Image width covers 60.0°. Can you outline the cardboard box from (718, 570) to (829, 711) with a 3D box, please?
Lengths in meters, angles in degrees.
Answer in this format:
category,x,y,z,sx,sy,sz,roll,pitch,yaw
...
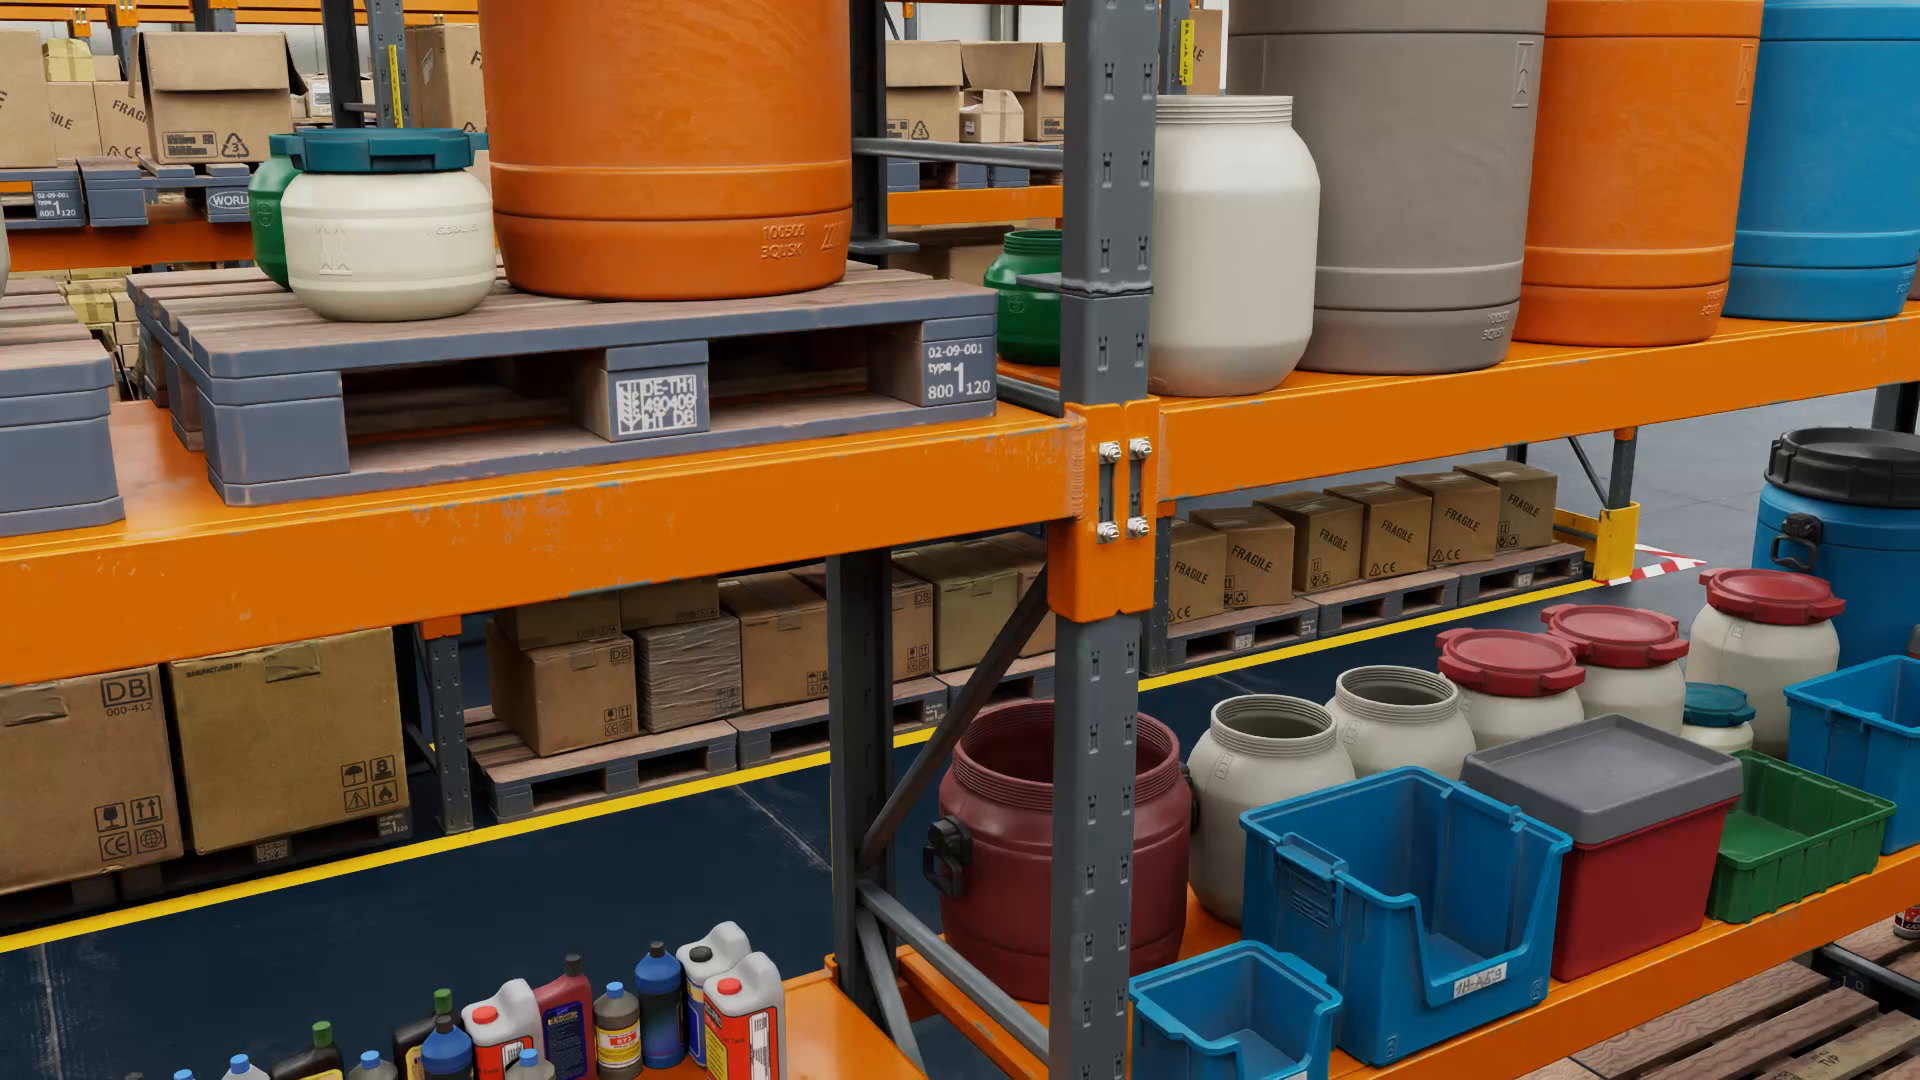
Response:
category,x,y,z,sx,sy,sz,roll,pitch,yaw
cardboard box,-1.028,0.519,8.818,0.500,0.500,0.700,-8,17,-25

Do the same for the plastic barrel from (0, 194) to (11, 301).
category,x,y,z,sx,sy,sz,roll,pitch,yaw
plastic barrel,-1.434,-0.499,2.047,0.433,0.535,0.433,0,16,0

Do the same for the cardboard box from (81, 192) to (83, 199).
category,x,y,z,sx,sy,sz,roll,pitch,yaw
cardboard box,-7.955,-2.905,15.177,0.500,0.500,0.500,-10,18,-31

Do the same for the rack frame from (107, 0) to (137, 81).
category,x,y,z,sx,sy,sz,roll,pitch,yaw
rack frame,-7.647,-5.396,14.988,0.127,3.000,1.000,-9,18,-30

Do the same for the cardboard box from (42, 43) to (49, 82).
category,x,y,z,sx,sy,sz,roll,pitch,yaw
cardboard box,-5.942,-3.173,11.012,0.258,0.266,0.396,-9,18,-30

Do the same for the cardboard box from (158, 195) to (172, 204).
category,x,y,z,sx,sy,sz,roll,pitch,yaw
cardboard box,-9.553,-4.029,19.840,0.250,0.149,0.380,-9,18,-29

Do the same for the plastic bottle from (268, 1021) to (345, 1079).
category,x,y,z,sx,sy,sz,roll,pitch,yaw
plastic bottle,-1.262,1.077,3.226,0.133,0.283,0.061,-9,18,-30

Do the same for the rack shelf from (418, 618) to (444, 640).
category,x,y,z,sx,sy,sz,roll,pitch,yaw
rack shelf,-4.257,0.410,6.724,4.000,0.370,1.077,-9,18,-30

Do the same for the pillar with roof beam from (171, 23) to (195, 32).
category,x,y,z,sx,sy,sz,roll,pitch,yaw
pillar with roof beam,-7.336,-5.938,16.920,0.400,9.000,9.100,-9,18,-30

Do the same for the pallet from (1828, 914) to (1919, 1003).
category,x,y,z,sx,sy,sz,roll,pitch,yaw
pallet,4.034,1.634,6.189,1.213,0.211,1.003,-9,18,-30

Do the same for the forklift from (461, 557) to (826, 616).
category,x,y,z,sx,sy,sz,roll,pitch,yaw
forklift,-2.098,-1.036,10.677,3.031,2.935,1.130,-10,19,-32

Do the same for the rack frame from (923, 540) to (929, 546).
category,x,y,z,sx,sy,sz,roll,pitch,yaw
rack frame,-0.363,-0.663,11.998,0.032,1.500,0.500,-9,18,-30

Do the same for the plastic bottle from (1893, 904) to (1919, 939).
category,x,y,z,sx,sy,sz,roll,pitch,yaw
plastic bottle,3.587,1.388,6.269,0.097,0.201,0.097,0,16,0

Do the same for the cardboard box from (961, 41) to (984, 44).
category,x,y,z,sx,sy,sz,roll,pitch,yaw
cardboard box,-0.005,-4.039,13.729,0.250,0.149,0.380,-9,18,-30

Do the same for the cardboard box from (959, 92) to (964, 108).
category,x,y,z,sx,sy,sz,roll,pitch,yaw
cardboard box,-0.004,-3.655,13.838,0.250,0.149,0.380,-9,18,-30

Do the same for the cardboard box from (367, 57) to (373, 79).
category,x,y,z,sx,sy,sz,roll,pitch,yaw
cardboard box,-5.512,-4.622,16.356,0.500,0.250,0.500,-9,18,-29

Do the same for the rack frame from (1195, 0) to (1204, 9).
category,x,y,z,sx,sy,sz,roll,pitch,yaw
rack frame,1.847,-5.377,14.920,0.127,3.000,1.000,-9,18,-30

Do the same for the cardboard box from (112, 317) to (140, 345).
category,x,y,z,sx,sy,sz,roll,pitch,yaw
cardboard box,-5.428,-1.389,10.945,0.250,0.149,0.380,-8,18,-28

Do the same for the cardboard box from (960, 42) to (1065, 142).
category,x,y,z,sx,sy,sz,roll,pitch,yaw
cardboard box,0.432,-2.425,8.975,0.637,0.503,0.797,-10,19,-32

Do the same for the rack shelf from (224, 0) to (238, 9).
category,x,y,z,sx,sy,sz,roll,pitch,yaw
rack shelf,-3.296,-4.004,12.095,4.000,0.370,1.077,-9,18,-30

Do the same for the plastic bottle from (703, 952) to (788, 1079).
category,x,y,z,sx,sy,sz,roll,pitch,yaw
plastic bottle,-0.451,1.012,3.474,0.135,0.276,0.152,-9,18,-30

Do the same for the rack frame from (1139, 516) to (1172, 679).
category,x,y,z,sx,sy,sz,roll,pitch,yaw
rack frame,0.886,-0.771,9.602,0.127,3.000,1.000,-9,18,-30

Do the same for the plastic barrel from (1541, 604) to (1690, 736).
category,x,y,z,sx,sy,sz,roll,pitch,yaw
plastic barrel,1.875,0.494,4.838,0.433,0.535,0.433,0,16,0

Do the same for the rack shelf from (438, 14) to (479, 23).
category,x,y,z,sx,sy,sz,roll,pitch,yaw
rack shelf,-5.063,-6.839,22.210,4.000,0.370,1.077,-9,18,-30

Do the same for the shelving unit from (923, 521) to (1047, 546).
category,x,y,z,sx,sy,sz,roll,pitch,yaw
shelving unit,0.073,-0.734,12.250,1.048,1.500,0.538,-9,18,-30

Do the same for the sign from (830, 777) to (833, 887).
category,x,y,z,sx,sy,sz,roll,pitch,yaw
sign,-0.282,0.726,3.959,0.005,0.325,0.100,-9,18,-30

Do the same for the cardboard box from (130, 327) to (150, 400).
category,x,y,z,sx,sy,sz,roll,pitch,yaw
cardboard box,-3.178,-0.648,7.120,0.637,0.503,0.797,-9,18,-28

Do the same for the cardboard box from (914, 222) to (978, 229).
category,x,y,z,sx,sy,sz,roll,pitch,yaw
cardboard box,-0.303,-2.714,14.257,0.550,0.550,0.875,-9,18,-30

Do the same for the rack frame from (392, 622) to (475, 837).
category,x,y,z,sx,sy,sz,roll,pitch,yaw
rack frame,-2.543,-0.215,7.618,0.127,3.000,1.000,-9,18,-30

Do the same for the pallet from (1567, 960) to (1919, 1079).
category,x,y,z,sx,sy,sz,roll,pitch,yaw
pallet,2.783,1.836,5.469,1.213,0.211,1.003,-9,18,-30

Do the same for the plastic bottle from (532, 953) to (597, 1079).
category,x,y,z,sx,sy,sz,roll,pitch,yaw
plastic bottle,-0.835,1.008,3.473,0.133,0.283,0.061,-9,18,-30

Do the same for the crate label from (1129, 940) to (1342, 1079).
category,x,y,z,sx,sy,sz,roll,pitch,yaw
crate label,0.562,1.040,3.452,0.416,0.233,0.303,-9,18,-30

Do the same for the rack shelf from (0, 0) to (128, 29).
category,x,y,z,sx,sy,sz,roll,pitch,yaw
rack shelf,-9.361,-4.579,14.147,4.000,0.370,1.077,-9,18,-30

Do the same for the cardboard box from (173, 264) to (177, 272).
category,x,y,z,sx,sy,sz,roll,pitch,yaw
cardboard box,-7.487,-2.689,16.132,0.250,0.149,0.380,-8,18,-28

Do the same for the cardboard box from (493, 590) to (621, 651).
category,x,y,z,sx,sy,sz,roll,pitch,yaw
cardboard box,-1.984,0.316,8.152,0.500,0.250,0.500,-8,18,-27

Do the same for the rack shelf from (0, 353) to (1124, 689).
category,x,y,z,sx,sy,sz,roll,pitch,yaw
rack shelf,-1.707,0.111,2.231,4.000,0.370,1.077,-9,18,-30

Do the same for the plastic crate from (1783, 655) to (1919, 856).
category,x,y,z,sx,sy,sz,roll,pitch,yaw
plastic crate,2.651,0.608,4.712,0.575,0.384,0.392,-9,18,-30

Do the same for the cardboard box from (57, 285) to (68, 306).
category,x,y,z,sx,sy,sz,roll,pitch,yaw
cardboard box,-6.176,-1.617,11.206,0.250,0.149,0.380,-10,19,-32

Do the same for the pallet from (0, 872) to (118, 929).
category,x,y,z,sx,sy,sz,roll,pitch,yaw
pallet,-4.302,1.389,7.065,1.213,0.211,1.003,-9,18,-30

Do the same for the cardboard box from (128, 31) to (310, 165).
category,x,y,z,sx,sy,sz,roll,pitch,yaw
cardboard box,-3.029,-1.809,6.781,0.637,0.503,0.797,-8,18,-26

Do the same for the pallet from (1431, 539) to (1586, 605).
category,x,y,z,sx,sy,sz,roll,pitch,yaw
pallet,3.535,0.131,11.550,1.213,0.211,1.003,-9,18,-30

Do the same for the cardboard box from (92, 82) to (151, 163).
category,x,y,z,sx,sy,sz,roll,pitch,yaw
cardboard box,-5.369,-2.731,10.851,0.500,0.500,0.500,-9,18,-30

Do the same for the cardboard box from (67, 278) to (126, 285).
category,x,y,z,sx,sy,sz,roll,pitch,yaw
cardboard box,-7.946,-2.305,15.353,0.500,0.250,0.500,-10,18,-32

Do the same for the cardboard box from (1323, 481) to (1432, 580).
category,x,y,z,sx,sy,sz,roll,pitch,yaw
cardboard box,2.729,-0.069,10.951,0.500,0.500,0.500,-7,17,-25

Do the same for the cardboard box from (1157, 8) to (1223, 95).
category,x,y,z,sx,sy,sz,roll,pitch,yaw
cardboard box,1.140,-2.769,9.510,0.500,0.500,0.500,-10,18,-31

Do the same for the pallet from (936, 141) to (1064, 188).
category,x,y,z,sx,sy,sz,roll,pitch,yaw
pallet,0.302,-2.063,9.004,1.003,0.211,1.213,-9,18,-30

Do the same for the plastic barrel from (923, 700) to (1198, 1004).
category,x,y,z,sx,sy,sz,roll,pitch,yaw
plastic barrel,0.250,0.731,3.992,0.708,0.536,0.600,-9,18,-30

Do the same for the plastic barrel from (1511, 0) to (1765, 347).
category,x,y,z,sx,sy,sz,roll,pitch,yaw
plastic barrel,1.384,-0.875,3.620,0.708,0.830,0.600,-9,18,-30

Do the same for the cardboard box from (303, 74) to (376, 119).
category,x,y,z,sx,sy,sz,roll,pitch,yaw
cardboard box,-4.277,-3.078,11.477,0.500,0.311,0.500,-9,18,-30
